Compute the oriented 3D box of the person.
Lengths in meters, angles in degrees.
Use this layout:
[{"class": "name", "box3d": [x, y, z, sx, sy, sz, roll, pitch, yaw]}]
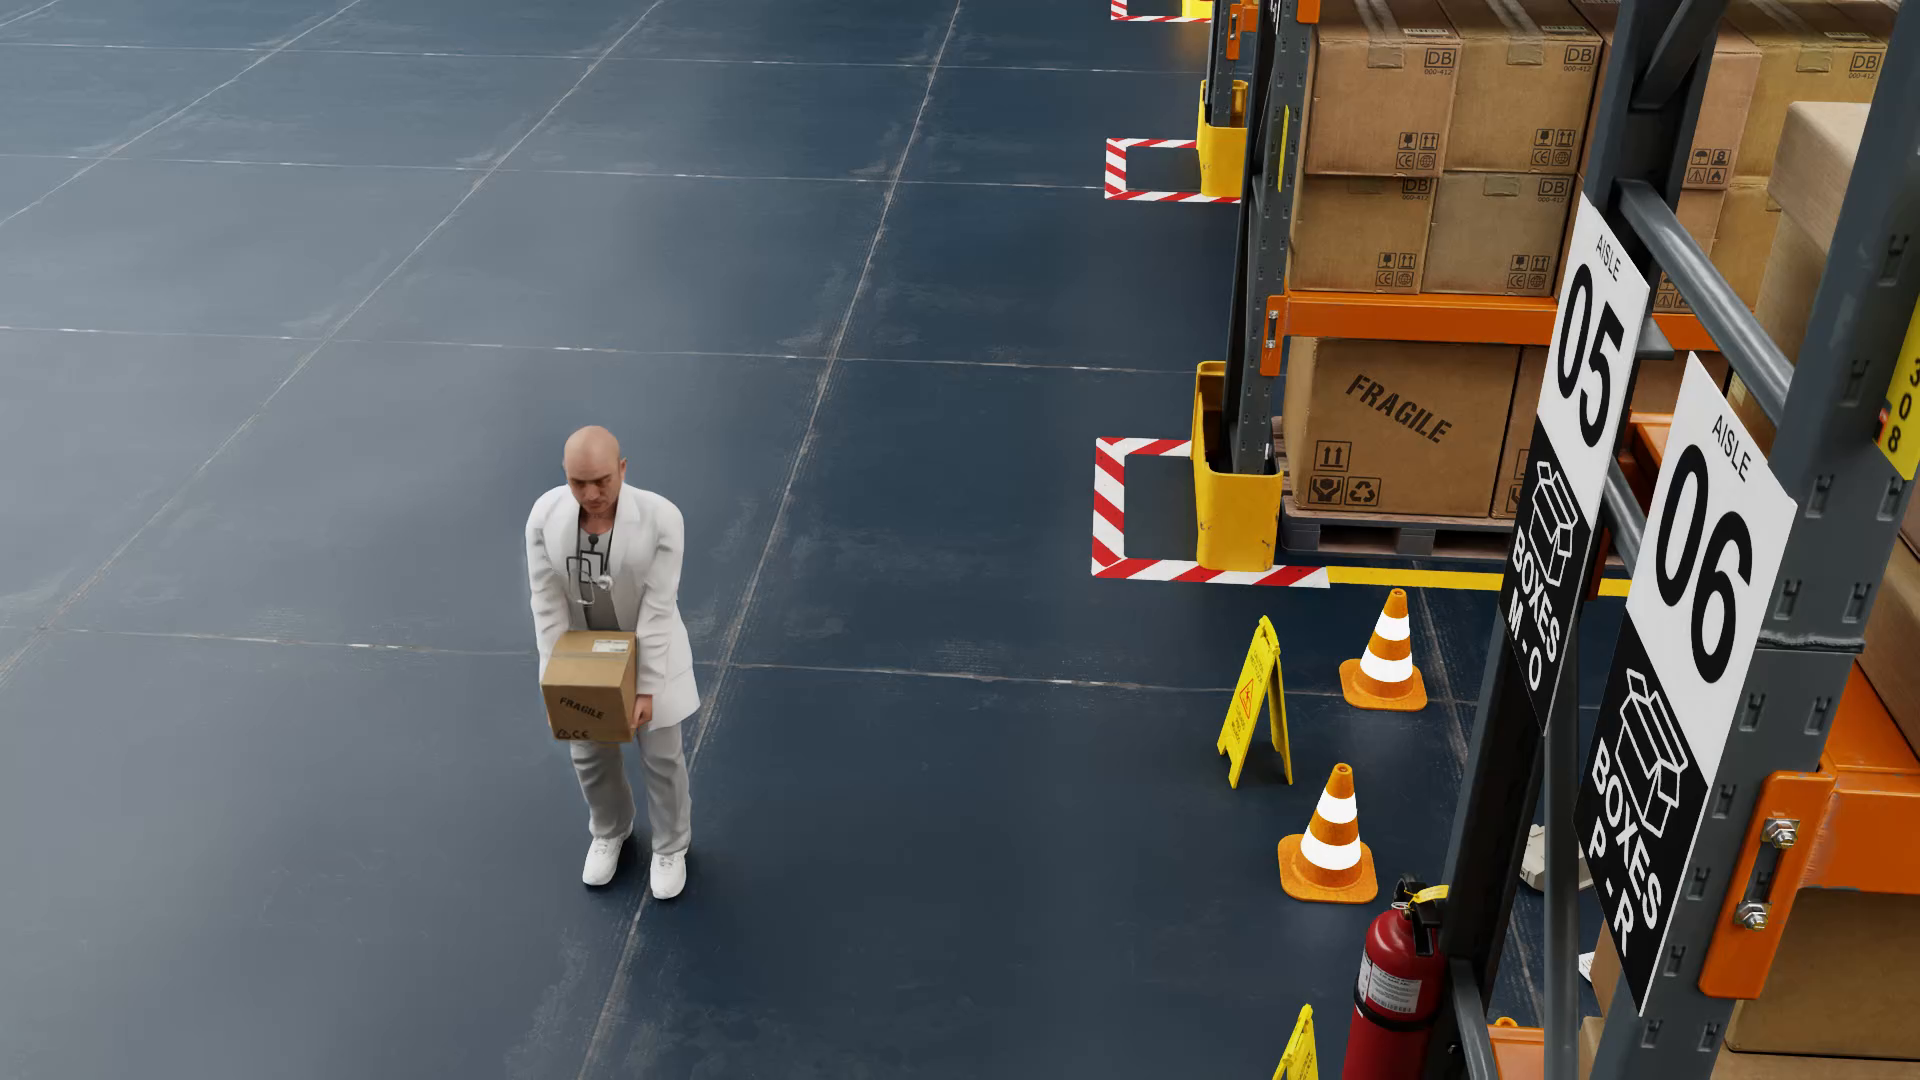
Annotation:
[{"class": "person", "box3d": [-1.139, 0.428, 5.466, 0.530, 1.771, 0.580, 2, 32, 3]}]
